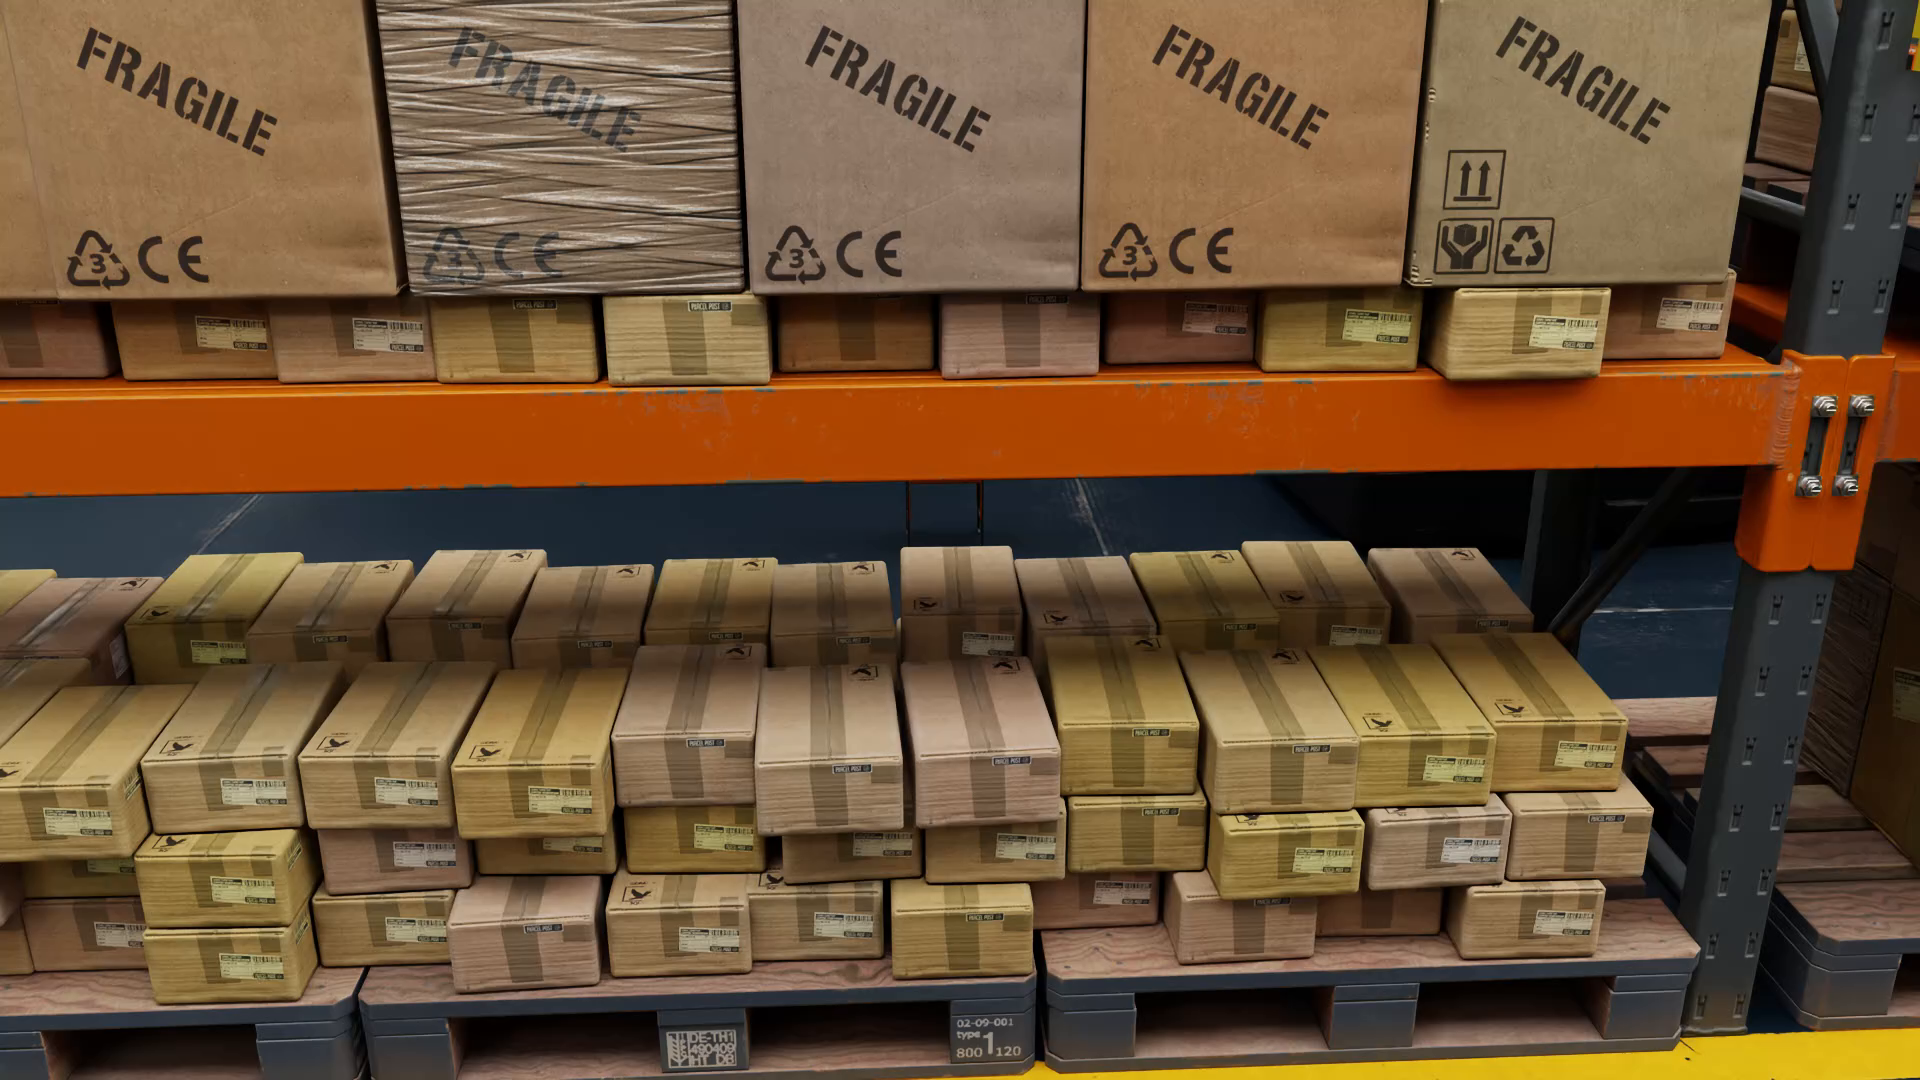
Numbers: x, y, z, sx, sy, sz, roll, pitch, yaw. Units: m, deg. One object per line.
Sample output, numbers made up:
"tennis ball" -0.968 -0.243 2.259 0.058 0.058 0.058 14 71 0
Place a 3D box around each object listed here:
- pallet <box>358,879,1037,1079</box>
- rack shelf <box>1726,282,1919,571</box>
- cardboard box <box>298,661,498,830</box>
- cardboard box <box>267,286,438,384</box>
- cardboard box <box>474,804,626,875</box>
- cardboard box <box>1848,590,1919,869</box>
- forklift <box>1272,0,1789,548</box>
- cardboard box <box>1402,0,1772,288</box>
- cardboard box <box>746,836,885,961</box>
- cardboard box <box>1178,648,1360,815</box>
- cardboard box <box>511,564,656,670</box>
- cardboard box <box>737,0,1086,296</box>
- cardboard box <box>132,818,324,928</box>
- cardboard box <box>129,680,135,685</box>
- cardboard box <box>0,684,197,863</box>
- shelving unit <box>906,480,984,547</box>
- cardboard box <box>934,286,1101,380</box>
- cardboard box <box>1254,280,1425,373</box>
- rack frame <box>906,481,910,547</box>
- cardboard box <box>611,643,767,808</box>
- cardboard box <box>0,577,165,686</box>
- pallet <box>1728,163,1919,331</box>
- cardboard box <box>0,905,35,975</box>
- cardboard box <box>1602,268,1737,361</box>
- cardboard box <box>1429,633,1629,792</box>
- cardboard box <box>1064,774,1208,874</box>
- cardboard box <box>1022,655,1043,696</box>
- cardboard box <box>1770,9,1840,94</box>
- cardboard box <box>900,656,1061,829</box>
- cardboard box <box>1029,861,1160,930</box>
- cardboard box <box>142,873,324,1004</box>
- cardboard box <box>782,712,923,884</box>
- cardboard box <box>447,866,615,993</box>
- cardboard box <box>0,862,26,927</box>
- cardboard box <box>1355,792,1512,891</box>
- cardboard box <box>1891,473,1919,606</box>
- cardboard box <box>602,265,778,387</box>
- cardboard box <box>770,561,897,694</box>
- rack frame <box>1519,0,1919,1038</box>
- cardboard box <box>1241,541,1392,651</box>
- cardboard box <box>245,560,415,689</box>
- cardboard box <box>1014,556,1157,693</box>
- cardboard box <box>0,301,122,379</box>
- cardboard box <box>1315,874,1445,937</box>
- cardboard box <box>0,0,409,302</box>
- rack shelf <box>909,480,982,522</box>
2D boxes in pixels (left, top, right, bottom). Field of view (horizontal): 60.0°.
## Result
"pallet" -0.490 0.717 3.442 1.213 0.211 1.003 -1 21 -3
"rack shelf" 3.396 -0.343 3.317 4.000 0.370 1.077 -1 21 -3
"cardboard box" -1.004 0.366 3.024 0.250 0.149 0.380 0 21 -1
"cardboard box" -0.958 -0.382 2.762 0.250 0.149 0.380 -2 21 -4
"cardboard box" -0.750 0.472 3.163 0.250 0.149 0.380 0 21 0
"cardboard box" 2.152 0.413 3.244 0.500 0.500 0.500 0 21 -1
"forklift" 2.659 -1.565 5.613 3.031 2.935 1.130 -4 21 -10
"cardboard box" 0.933 -0.714 2.722 0.500 0.500 0.500 -1 21 -3
"cardboard box" -0.270 0.629 3.170 0.250 0.149 0.380 -1 21 -2
"cardboard box" 0.558 0.346 3.077 0.250 0.149 0.380 -1 21 -4
"cardboard box" -0.778 0.191 3.484 0.250 0.149 0.380 -2 21 -5
"cardboard box" -0.083 -0.694 2.670 0.500 0.500 0.500 -1 21 -3
"cardboard box" -1.278 0.532 3.007 0.250 0.149 0.380 -1 21 -1
"cardboard box" -1.820 0.342 3.507 0.250 0.149 0.380 -2 21 -4
"cardboard box" -1.524 0.403 2.927 0.250 0.149 0.380 -1 21 -3
"shelving unit" -0.053 -0.490 5.431 0.252 1.050 0.215 -1 21 -3
"cardboard box" 0.078 -0.391 2.786 0.250 0.149 0.380 -2 21 -5
"cardboard box" 0.606 -0.404 2.820 0.250 0.149 0.380 0 21 -1
"rack frame" -0.175 -0.487 5.425 0.008 1.050 0.200 -1 21 -3
"cardboard box" -0.493 0.338 3.098 0.250 0.149 0.380 -1 21 -3
"cardboard box" -1.826 0.215 3.420 0.250 0.149 0.380 -1 21 -2
"pallet" 2.171 -0.513 3.022 1.213 0.211 1.003 -1 21 -3
"cardboard box" -1.796 0.647 3.121 0.250 0.149 0.380 -1 21 -3
"cardboard box" 1.127 -0.432 2.893 0.250 0.149 0.380 -1 21 -4
"cardboard box" 1.059 0.319 3.147 0.250 0.149 0.380 -1 21 -2
"cardboard box" 0.311 0.470 3.170 0.250 0.149 0.380 -1 21 -3
"cardboard box" 0.261 0.311 3.586 0.250 0.149 0.380 -2 21 -6
"cardboard box" 1.785 -0.935 3.205 0.250 0.149 0.380 -1 21 -1
"cardboard box" 0.029 0.362 3.035 0.250 0.149 0.380 -2 21 -6
"cardboard box" 0.233 0.593 3.265 0.250 0.149 0.380 -2 21 -4
"cardboard box" -1.287 0.674 3.052 0.250 0.149 0.380 -1 21 -2
"cardboard box" -0.211 0.480 3.143 0.250 0.149 0.380 -2 21 -6
"cardboard box" -0.784 0.661 3.087 0.250 0.149 0.380 -2 21 -6
"cardboard box" -1.780 0.535 2.999 0.250 0.149 0.380 -1 21 -3
"cardboard box" 0.834 0.488 3.123 0.250 0.149 0.380 -2 21 -6
"cardboard box" 2.152 0.062 3.112 0.500 0.250 0.500 -2 21 -5
"cardboard box" -0.429 -0.375 2.743 0.250 0.149 0.380 -1 21 -2
"cardboard box" -0.270 0.185 3.501 0.250 0.149 0.380 -2 21 -5
"rack frame" 1.399 -0.639 3.082 0.127 3.000 1.000 -1 21 -3
"cardboard box" 0.765 0.137 3.625 0.250 0.149 0.380 0 21 0
"cardboard box" -1.313 0.182 3.507 0.250 0.149 0.380 -2 21 -5
"cardboard box" 0.256 0.173 3.530 0.250 0.149 0.380 -2 21 -4
"cardboard box" -1.478 -0.390 2.783 0.250 0.149 0.380 0 21 -1
"cardboard box" 0.763 0.602 3.240 0.250 0.149 0.380 -1 21 -2
"cardboard box" -1.108 -0.679 2.631 0.500 0.500 0.500 -1 21 -2
"rack shelf" -0.053 -0.220 5.534 0.240 0.259 0.215 -1 21 -3
